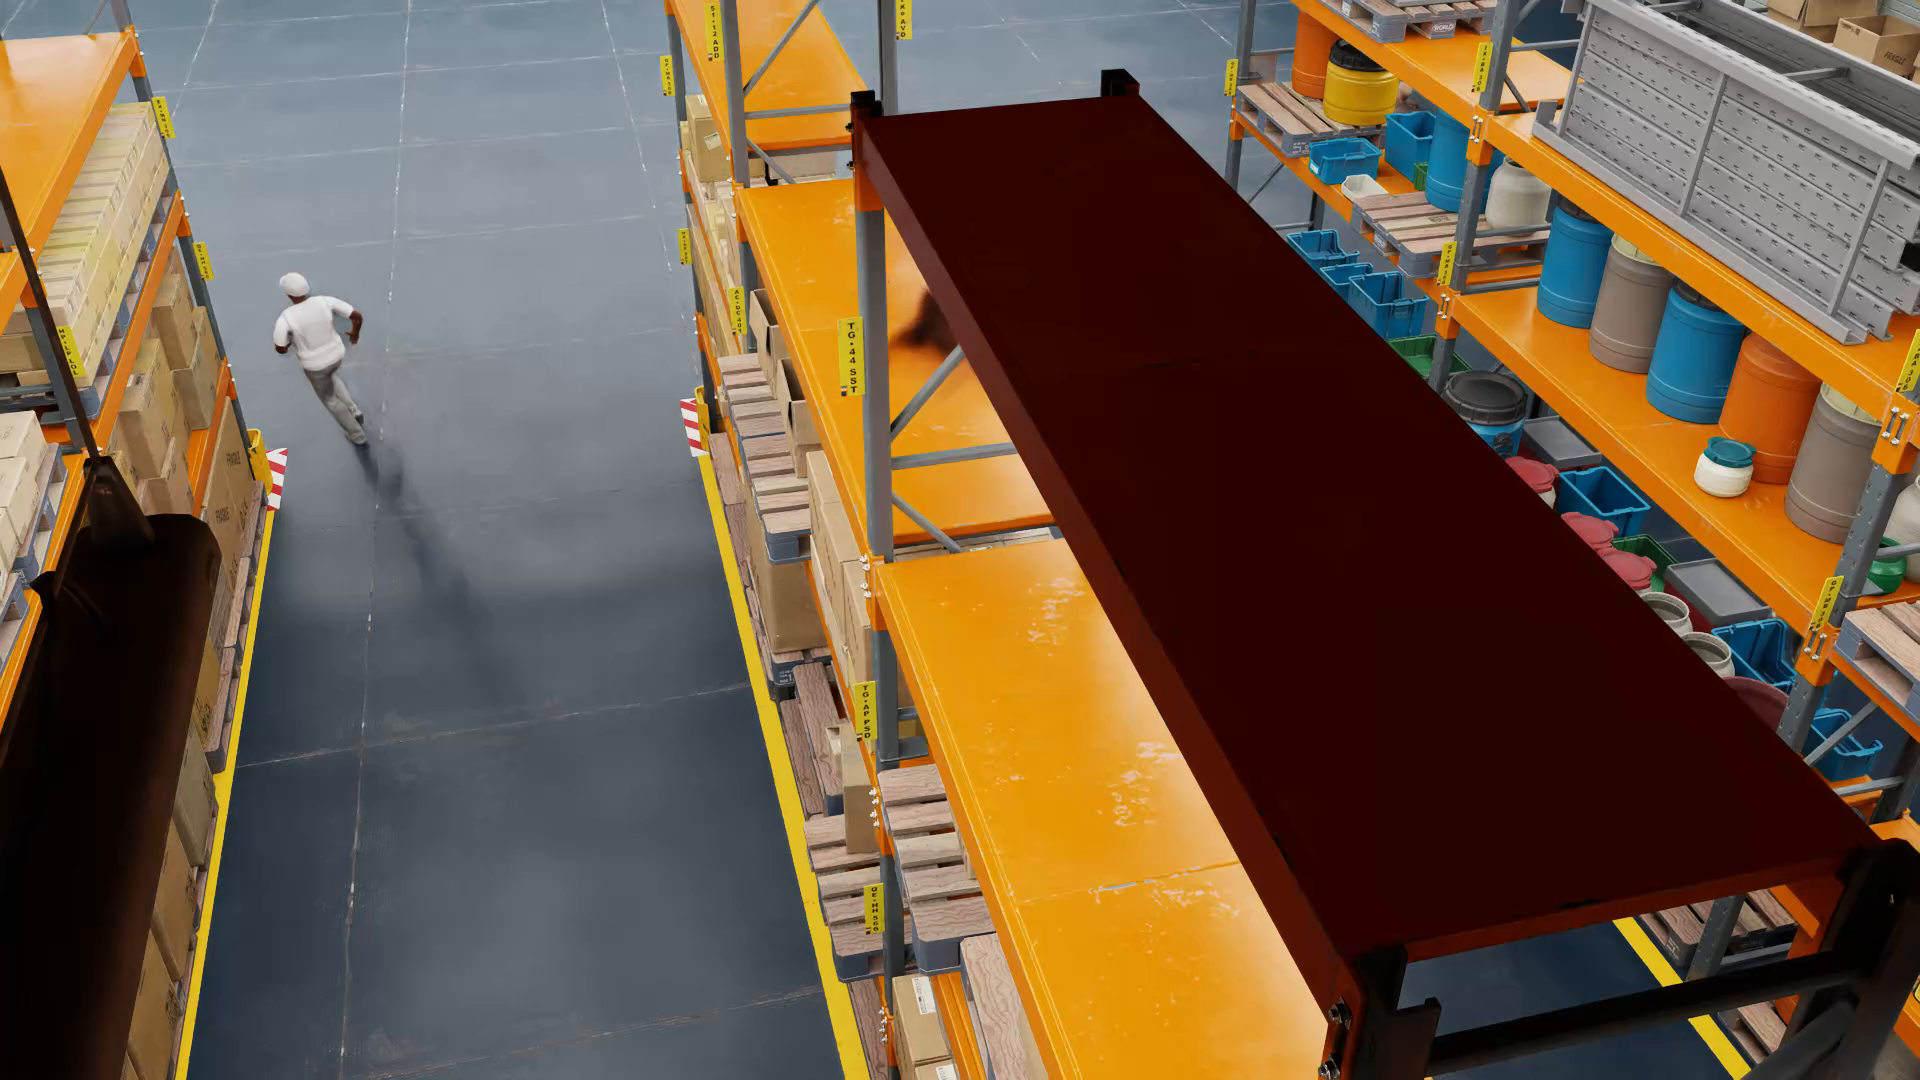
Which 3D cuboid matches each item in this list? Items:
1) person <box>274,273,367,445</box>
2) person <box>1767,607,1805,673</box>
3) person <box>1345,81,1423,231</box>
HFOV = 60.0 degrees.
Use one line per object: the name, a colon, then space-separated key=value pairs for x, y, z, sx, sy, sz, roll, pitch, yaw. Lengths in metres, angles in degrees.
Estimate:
person: x=-5.767 y=-1.642 z=14.960 sx=0.609 sy=1.722 sz=0.714 roll=23 pitch=41 yaw=30
person: x=6.004 y=0.484 z=11.915 sx=0.643 sy=1.708 sz=0.660 roll=-6 pitch=35 yaw=-9
person: x=4.905 y=-4.249 z=18.729 sx=0.924 sy=1.836 sz=0.674 roll=10 pitch=36 yaw=15
